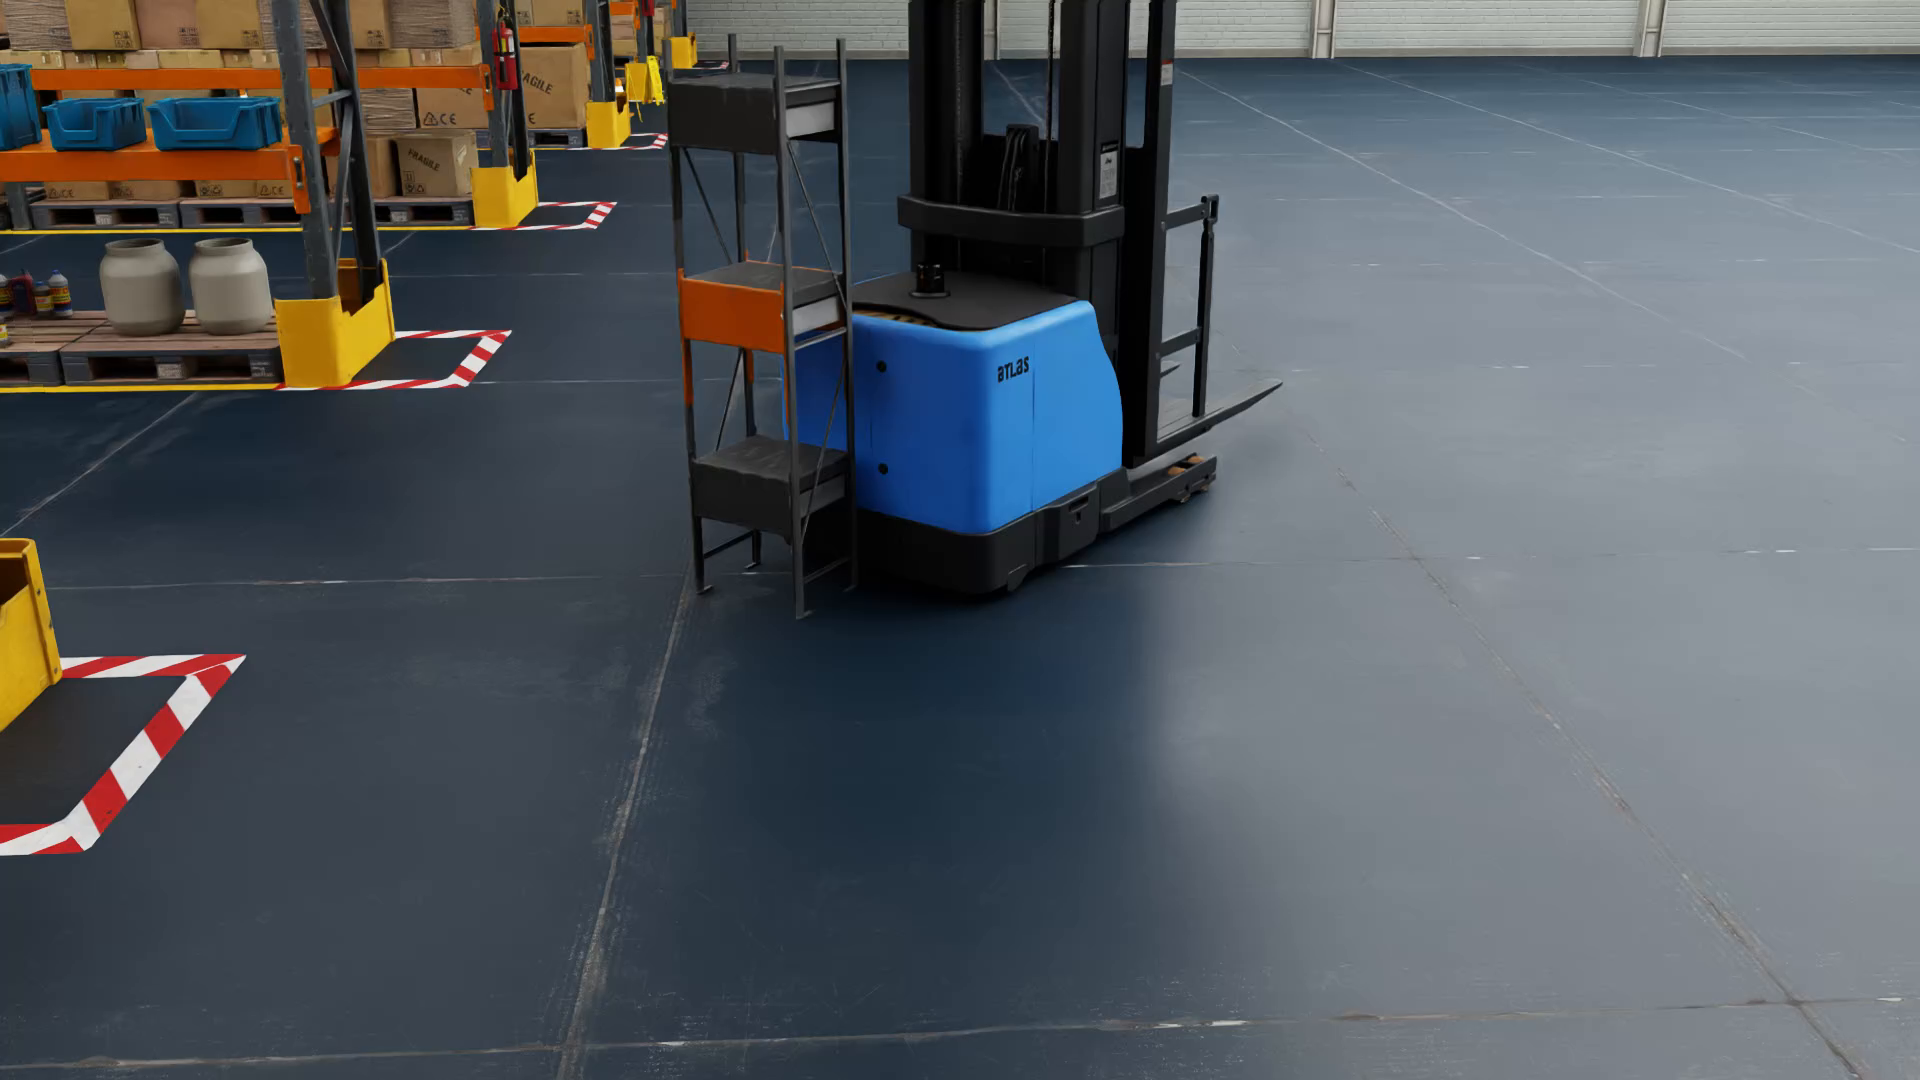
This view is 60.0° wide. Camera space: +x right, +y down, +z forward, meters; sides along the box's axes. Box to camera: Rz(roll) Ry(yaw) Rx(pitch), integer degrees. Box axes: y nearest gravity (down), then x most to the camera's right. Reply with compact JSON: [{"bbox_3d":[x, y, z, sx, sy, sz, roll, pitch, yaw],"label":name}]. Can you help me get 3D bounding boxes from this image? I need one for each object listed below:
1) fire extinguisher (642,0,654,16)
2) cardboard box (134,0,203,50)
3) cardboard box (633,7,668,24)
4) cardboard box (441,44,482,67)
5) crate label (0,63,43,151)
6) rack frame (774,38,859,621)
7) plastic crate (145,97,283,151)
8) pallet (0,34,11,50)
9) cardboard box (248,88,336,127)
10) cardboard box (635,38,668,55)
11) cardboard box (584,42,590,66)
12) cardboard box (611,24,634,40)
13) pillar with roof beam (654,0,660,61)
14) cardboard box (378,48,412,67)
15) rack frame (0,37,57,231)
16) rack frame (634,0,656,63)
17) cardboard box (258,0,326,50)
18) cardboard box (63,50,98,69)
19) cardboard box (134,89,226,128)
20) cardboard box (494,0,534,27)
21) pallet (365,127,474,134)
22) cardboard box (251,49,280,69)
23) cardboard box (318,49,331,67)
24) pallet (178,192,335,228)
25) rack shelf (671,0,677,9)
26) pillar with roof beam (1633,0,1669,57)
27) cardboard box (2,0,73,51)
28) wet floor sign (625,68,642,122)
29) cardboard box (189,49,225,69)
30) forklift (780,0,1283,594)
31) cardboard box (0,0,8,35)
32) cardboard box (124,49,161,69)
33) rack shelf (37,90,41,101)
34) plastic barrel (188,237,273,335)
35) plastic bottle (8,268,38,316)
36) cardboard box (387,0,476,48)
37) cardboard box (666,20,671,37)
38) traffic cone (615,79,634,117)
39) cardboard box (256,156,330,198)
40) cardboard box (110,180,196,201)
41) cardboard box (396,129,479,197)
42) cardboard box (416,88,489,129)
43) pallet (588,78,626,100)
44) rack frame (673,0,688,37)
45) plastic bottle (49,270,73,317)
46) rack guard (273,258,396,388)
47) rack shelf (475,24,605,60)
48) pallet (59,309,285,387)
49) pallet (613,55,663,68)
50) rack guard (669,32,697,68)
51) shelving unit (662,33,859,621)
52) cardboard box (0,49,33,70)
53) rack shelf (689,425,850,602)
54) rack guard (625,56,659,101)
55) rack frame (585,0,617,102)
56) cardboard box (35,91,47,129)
[{"bbox_3d":[-4.314,-7.571,22.900,0.183,0.674,0.296,-1,21,-3],"label":"fire extinguisher"},{"bbox_3d":[-6.435,-4.384,13.860,0.500,0.500,0.875,-1,21,-3],"label":"cardboard box"},{"bbox_3d":[-5.184,-8.790,27.862,0.500,0.250,0.500,0,21,-1],"label":"cardboard box"},{"bbox_3d":[-4.162,-4.052,13.901,0.250,0.149,0.380,-1,21,-3],"label":"cardboard box"},{"bbox_3d":[-5.429,-2.372,9.086,0.616,0.435,0.502,-1,21,-3],"label":"crate label"},{"bbox_3d":[-0.514,-0.735,6.099,0.015,2.100,0.400,12,24,29],"label":"rack frame"},{"bbox_3d":[-4.089,-2.303,9.163,0.616,0.251,0.499,-1,21,-3],"label":"plastic crate"},{"bbox_3d":[-8.654,-4.114,13.979,1.213,0.211,1.003,-1,21,-3],"label":"pallet"},{"bbox_3d":[-7.433,-5.122,18.755,0.875,0.875,0.875,-1,21,-2],"label":"cardboard box"},{"bbox_3d":[-5.193,-8.321,28.036,0.500,0.250,0.500,-1,21,-3],"label":"cardboard box"},{"bbox_3d":[-5.240,-6.921,23.305,0.500,0.500,0.500,-1,21,-3],"label":"cardboard box"},{"bbox_3d":[-5.712,-8.549,27.932,0.500,0.250,0.500,-1,21,-4],"label":"cardboard box"},{"bbox_3d":[-5.243,-11.112,23.661,0.400,9.000,9.100,-1,21,-3],"label":"pillar with roof beam"},{"bbox_3d":[-4.658,-4.024,13.827,0.250,0.149,0.380,-1,21,-3],"label":"cardboard box"},{"bbox_3d":[-7.883,-4.167,13.850,0.127,3.000,1.000,-1,21,-3],"label":"rack frame"},{"bbox_3d":[-4.455,-7.769,23.310,0.127,3.000,1.000,-1,21,-3],"label":"rack frame"},{"bbox_3d":[-5.434,-4.385,13.864,0.500,0.500,0.875,-1,21,-3],"label":"cardboard box"},{"bbox_3d":[-7.153,-3.963,13.666,0.250,0.149,0.380,-1,21,-3],"label":"cardboard box"},{"bbox_3d":[-8.680,-5.031,18.692,0.750,0.750,1.050,-1,21,-3],"label":"cardboard box"},{"bbox_3d":[-4.987,-6.040,18.559,0.550,0.550,0.875,-1,21,-3],"label":"cardboard box"},{"bbox_3d":[-6.080,-4.641,19.015,1.213,0.211,1.003,-1,21,-3],"label":"pallet"},{"bbox_3d":[-5.654,-3.984,13.723,0.250,0.149,0.380,-1,21,-3],"label":"cardboard box"},{"bbox_3d":[-5.161,-4.034,13.853,0.250,0.149,0.380,-1,21,-3],"label":"cardboard box"},{"bbox_3d":[-5.993,-2.916,14.483,1.213,0.211,1.003,-1,21,-3],"label":"pallet"},{"bbox_3d":[-6.739,-9.155,27.963,4.000,0.370,1.077,-1,21,-3],"label":"rack shelf"},{"bbox_3d":[12.728,-11.478,24.621,0.400,9.000,9.100,-1,21,-3],"label":"pillar with roof beam"},{"bbox_3d":[-7.430,-4.340,13.746,0.500,0.500,0.875,-1,21,-3],"label":"cardboard box"},{"bbox_3d":[-4.156,-5.616,20.965,0.232,0.644,0.267,-5,21,-12],"label":"wet floor sign"},{"bbox_3d":[-6.154,-3.982,13.718,0.250,0.149,0.380,-1,21,-3],"label":"cardboard box"},{"bbox_3d":[0.535,-1.626,7.273,1.130,2.935,3.031,14,25,33],"label":"forklift"},{"bbox_3d":[-8.684,-4.677,13.757,1.000,1.000,1.000,-1,21,-3],"label":"cardboard box"},{"bbox_3d":[-6.652,-3.961,13.663,0.250,0.149,0.380,-1,21,-3],"label":"cardboard box"},{"bbox_3d":[-9.880,-3.790,13.872,4.000,0.370,1.077,-1,21,-3],"label":"rack shelf"},{"bbox_3d":[-4.259,-1.482,9.704,0.421,0.512,0.421,0,21,0],"label":"plastic barrel"},{"bbox_3d":[-5.662,-1.501,10.047,0.133,0.283,0.061,-1,21,-2],"label":"plastic bottle"},{"bbox_3d":[-4.440,-4.433,13.989,0.500,0.500,0.875,-1,21,-3],"label":"cardboard box"},{"bbox_3d":[-5.223,-8.741,28.436,0.500,0.250,0.500,-1,21,-2],"label":"cardboard box"},{"bbox_3d":[-4.408,-5.729,21.517,0.334,0.463,0.336,-1,21,-3],"label":"traffic cone"},{"bbox_3d":[-5.735,-3.239,14.337,0.500,0.500,0.500,1,21,2],"label":"cardboard box"},{"bbox_3d":[-6.910,-3.203,14.242,0.500,0.500,0.500,5,22,14],"label":"cardboard box"},{"bbox_3d":[-4.514,-3.270,14.416,0.500,0.500,0.500,3,21,7],"label":"cardboard box"},{"bbox_3d":[-5.623,-5.160,18.854,0.875,0.875,0.875,-1,21,-4],"label":"cardboard box"},{"bbox_3d":[-5.344,-6.460,23.792,1.213,0.211,1.003,-1,21,-3],"label":"pallet"},{"bbox_3d":[-4.742,-9.532,27.941,0.127,3.000,1.000,-1,21,-3],"label":"rack frame"},{"bbox_3d":[-5.434,-1.493,10.044,0.097,0.271,0.097,0,21,0],"label":"plastic bottle"},{"bbox_3d":[-3.680,-1.302,9.839,0.348,0.500,1.175,-1,21,-3],"label":"rack guard"},{"bbox_3d":[-6.068,-5.636,18.718,4.000,0.370,1.077,-1,21,-3],"label":"rack shelf"},{"bbox_3d":[-4.491,-1.153,9.852,1.213,0.211,1.003,-1,21,-3],"label":"pallet"},{"bbox_3d":[-5.503,-8.198,28.358,1.213,0.211,1.003,-1,21,-3],"label":"pallet"},{"bbox_3d":[-4.718,-8.364,28.387,0.348,0.500,1.175,-1,21,-3],"label":"rack guard"},{"bbox_3d":[-0.723,-0.779,6.217,0.503,2.100,0.431,12,24,29],"label":"shelving unit"},{"bbox_3d":[-7.651,-3.947,13.626,0.250,0.149,0.380,-1,21,-3],"label":"cardboard box"},{"bbox_3d":[-0.723,-0.113,6.471,0.480,0.518,0.431,12,24,29],"label":"rack shelf"},{"bbox_3d":[-4.531,-6.599,23.751,0.348,0.500,1.175,-1,21,-3],"label":"rack guard"},{"bbox_3d":[-4.072,-6.012,18.697,0.127,3.000,1.000,-1,21,-3],"label":"rack frame"},{"bbox_3d":[-10.573,-4.994,18.594,0.750,0.750,1.050,-1,21,-2],"label":"cardboard box"}]
